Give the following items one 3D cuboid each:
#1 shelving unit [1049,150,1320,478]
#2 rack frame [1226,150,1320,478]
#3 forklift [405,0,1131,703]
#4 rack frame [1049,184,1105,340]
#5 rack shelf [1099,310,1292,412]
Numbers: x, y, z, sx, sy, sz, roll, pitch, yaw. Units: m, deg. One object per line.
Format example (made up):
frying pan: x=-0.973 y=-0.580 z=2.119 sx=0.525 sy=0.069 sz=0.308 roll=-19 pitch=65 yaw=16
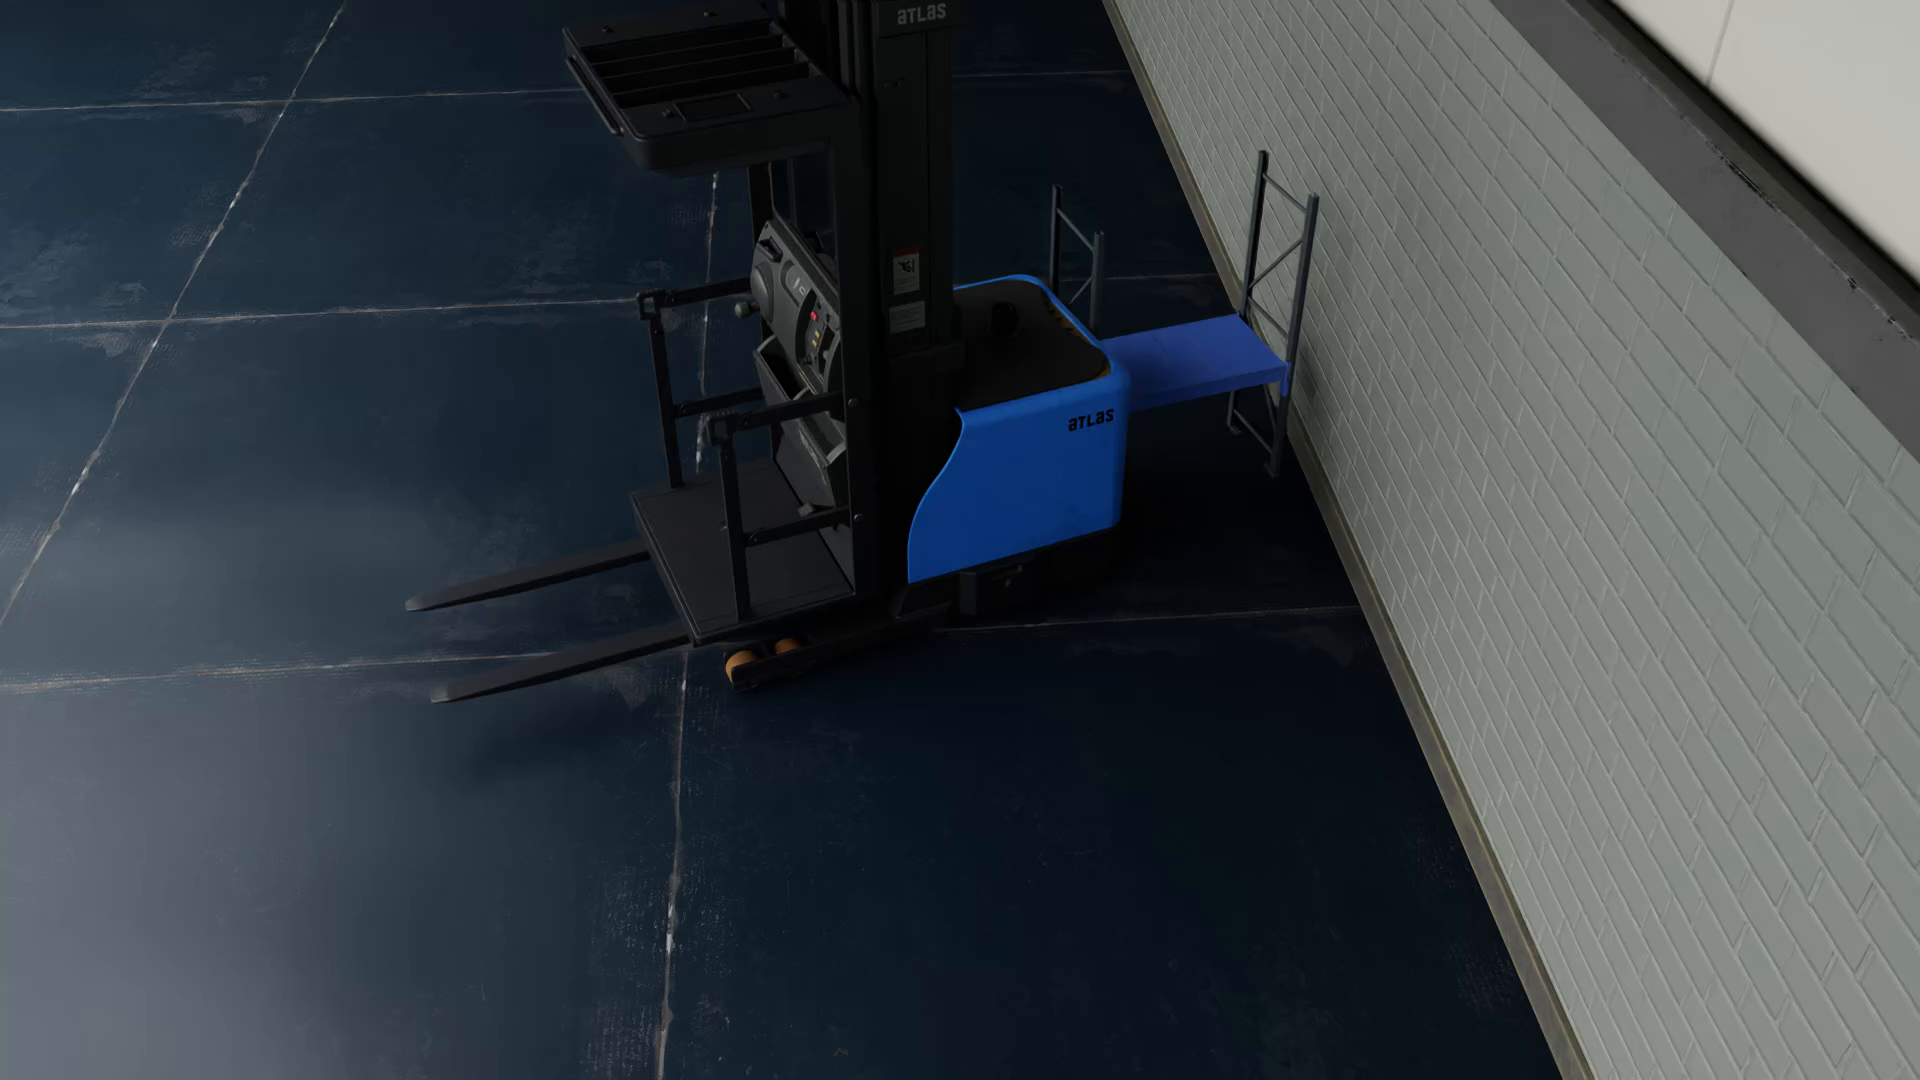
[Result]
shelving unit: x=0.984 y=-0.935 z=7.725 sx=1.048 sy=1.500 sz=0.538 roll=-13 pitch=40 yaw=-16
rack frame: x=1.462 y=-1.043 z=7.861 sx=0.032 sy=1.500 sz=0.500 roll=-13 pitch=40 yaw=-16
forklift: x=-0.836 y=-0.898 z=6.522 sx=3.031 sy=2.935 sz=1.130 roll=-15 pitch=41 yaw=-18
rack frame: x=0.507 y=-0.828 z=7.588 sx=0.032 sy=1.500 sz=0.500 roll=-13 pitch=40 yaw=-16
rack shelf: x=0.984 y=-0.794 z=7.836 sx=1.000 sy=0.185 sz=0.538 roll=-13 pitch=40 yaw=-16
